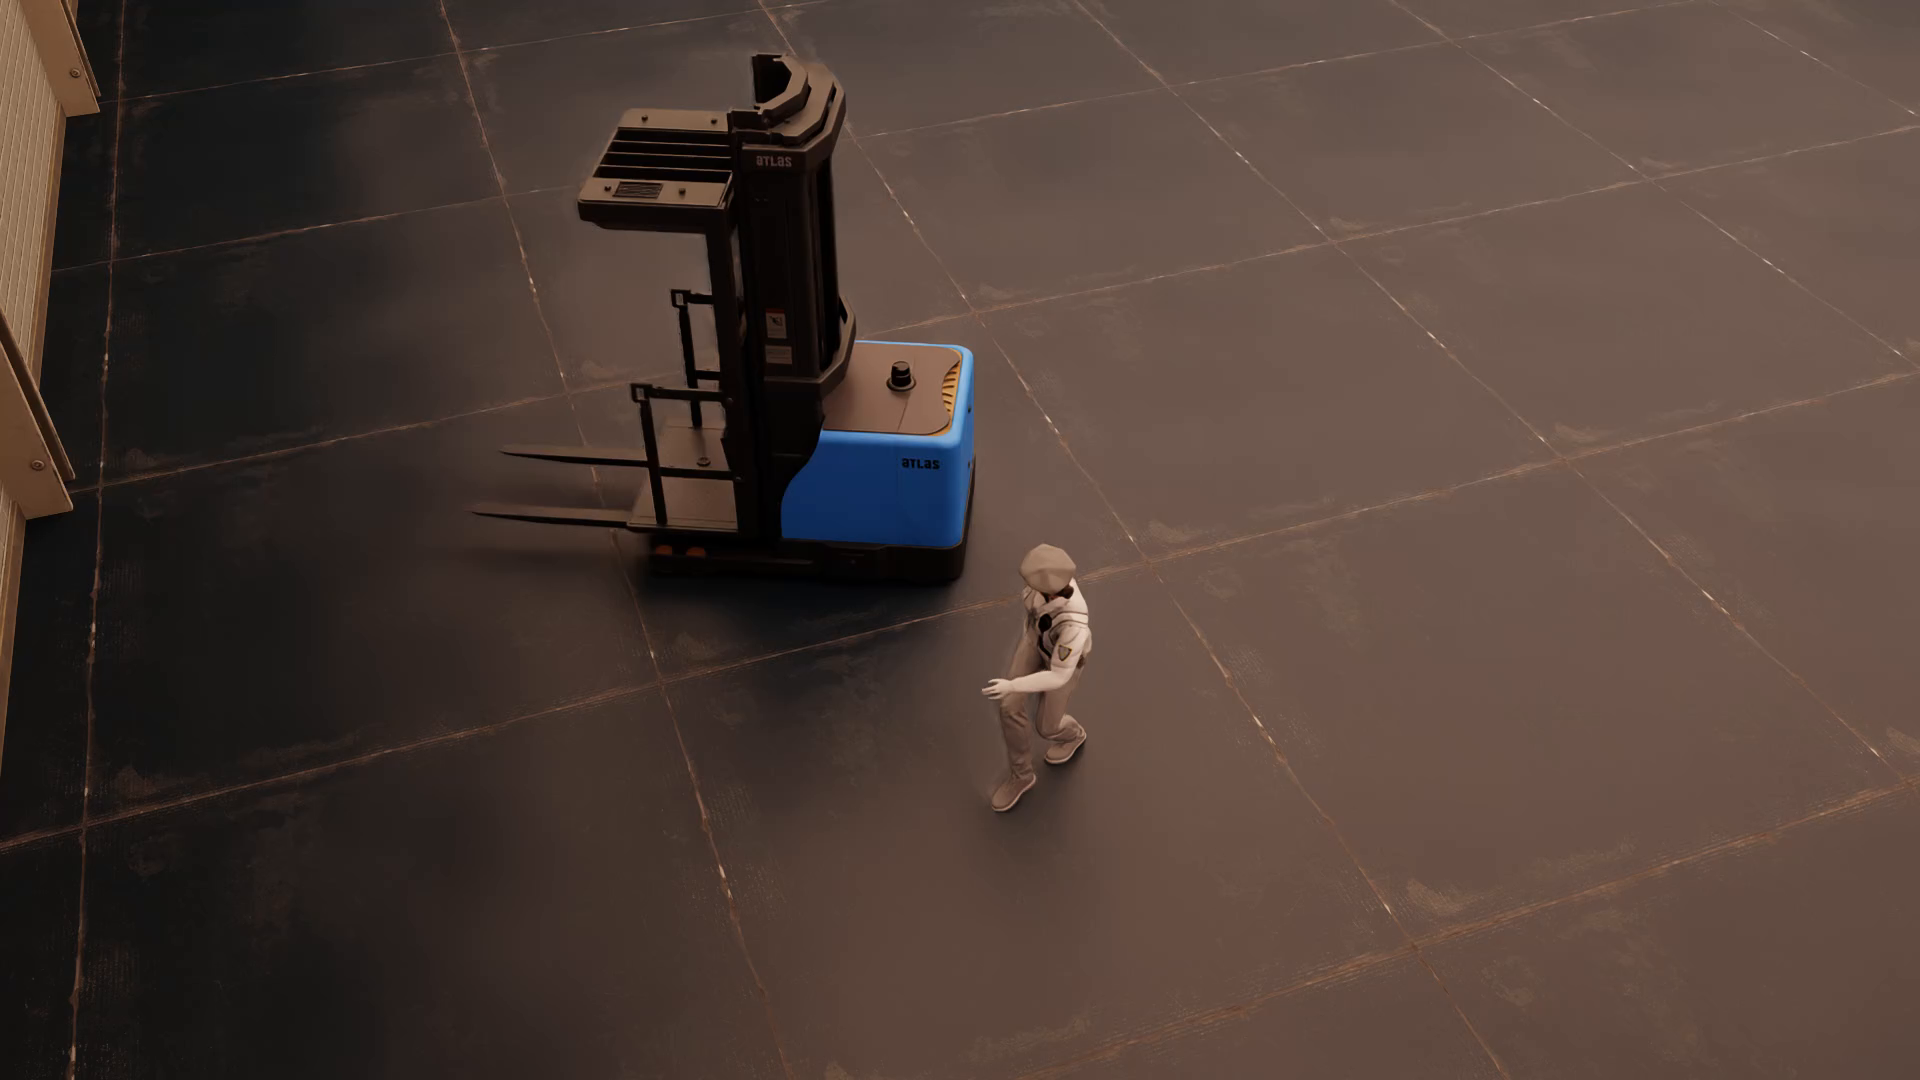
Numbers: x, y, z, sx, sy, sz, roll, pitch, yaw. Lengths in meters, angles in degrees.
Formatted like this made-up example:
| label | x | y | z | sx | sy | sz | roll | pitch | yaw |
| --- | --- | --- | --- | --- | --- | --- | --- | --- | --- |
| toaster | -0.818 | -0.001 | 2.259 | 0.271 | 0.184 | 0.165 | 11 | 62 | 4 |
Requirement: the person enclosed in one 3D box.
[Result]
| label | x | y | z | sx | sy | sz | roll | pitch | yaw |
| --- | --- | --- | --- | --- | --- | --- | --- | --- | --- |
| person | 0.336 | 0.594 | 8.397 | 0.729 | 1.526 | 0.701 | -29 | 48 | -30 |

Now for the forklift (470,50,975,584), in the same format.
| label | x | y | z | sx | sy | sz | roll | pitch | yaw |
| --- | --- | --- | --- | --- | --- | --- | --- | --- | --- |
| forklift | -1.452 | -1.250 | 9.485 | 3.031 | 2.935 | 1.130 | 3 | 40 | 4 |
